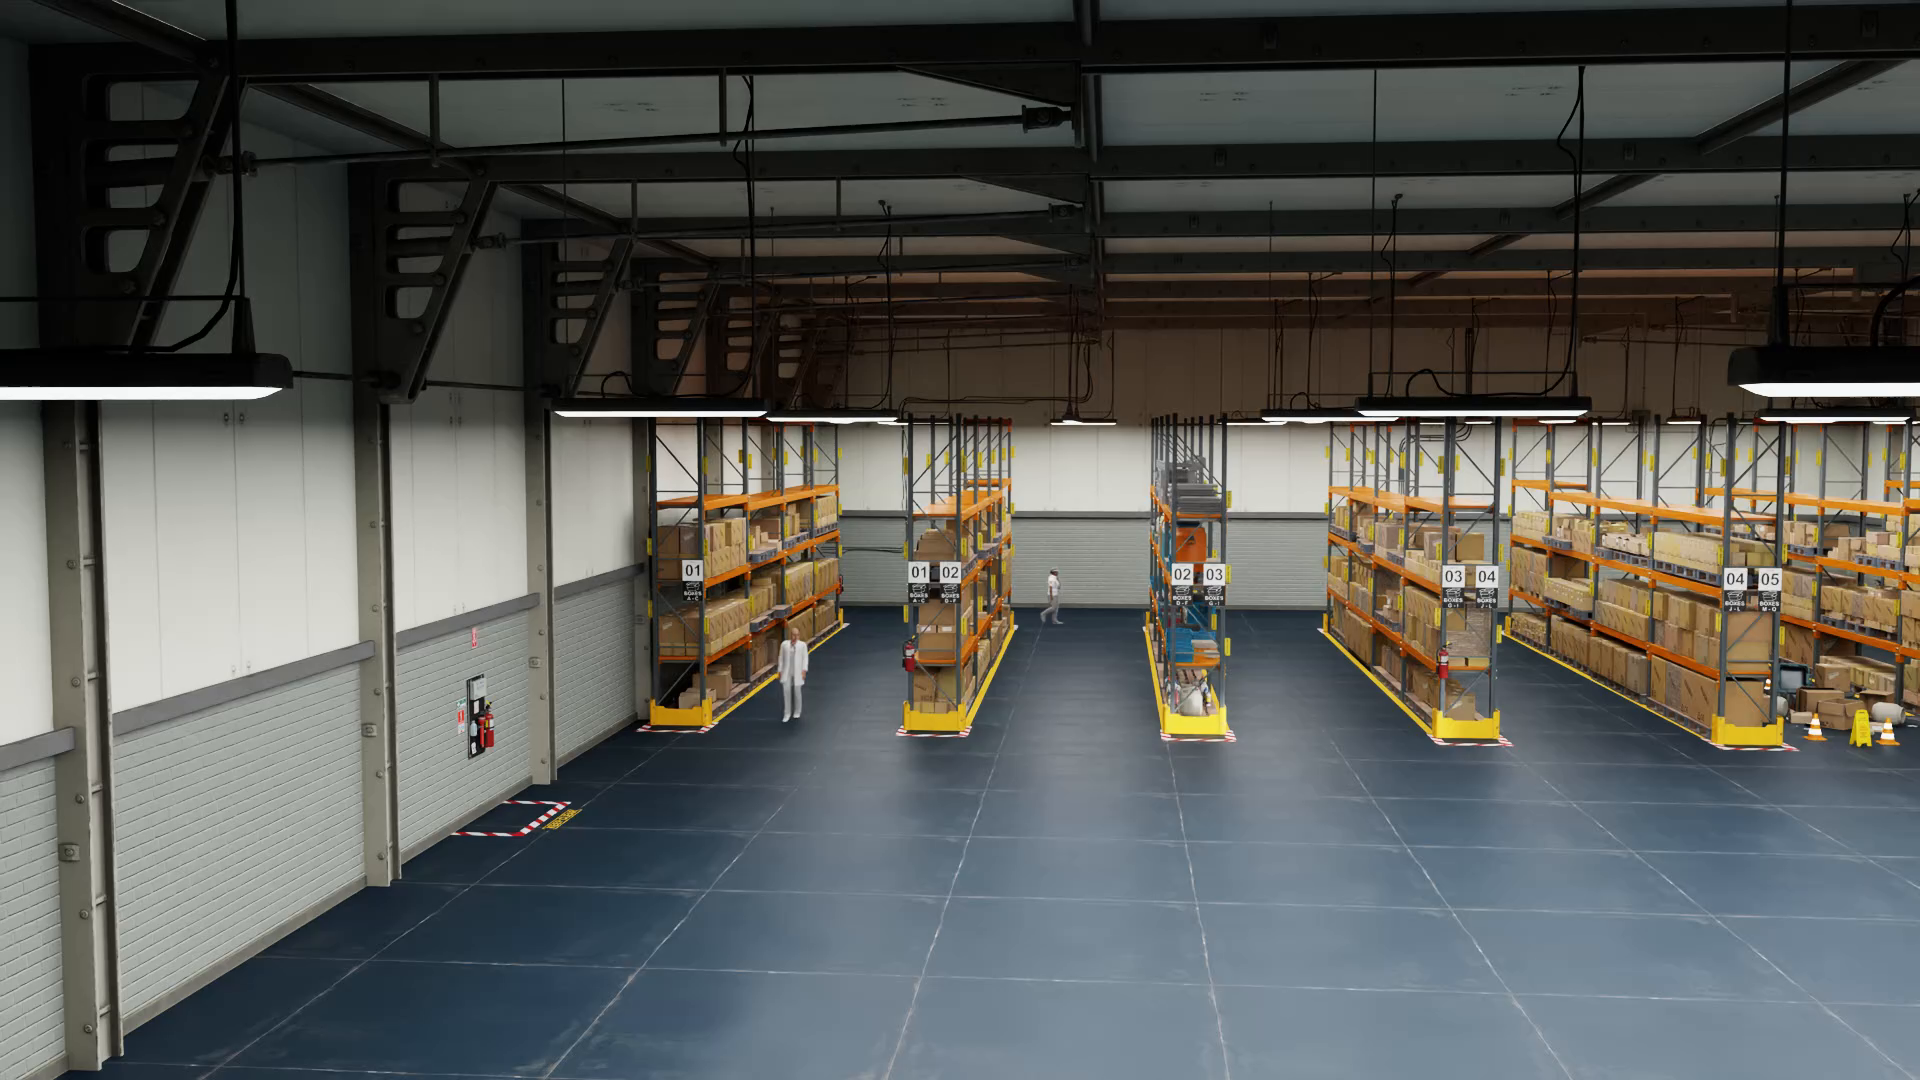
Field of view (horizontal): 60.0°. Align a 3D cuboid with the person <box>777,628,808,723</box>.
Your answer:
[{"bbox_3d":[-3.293,2.652,32.663,0.620,1.803,0.746,0,4,-3],"label":"person"}]

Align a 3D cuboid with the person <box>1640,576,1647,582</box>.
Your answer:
[{"bbox_3d":[20.252,1.567,49.477,0.920,1.634,0.440,-2,4,-23],"label":"person"}]

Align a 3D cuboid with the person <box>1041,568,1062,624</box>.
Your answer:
[{"bbox_3d":[2.665,1.624,48.441,0.589,1.659,0.499,1,4,21],"label":"person"}]
